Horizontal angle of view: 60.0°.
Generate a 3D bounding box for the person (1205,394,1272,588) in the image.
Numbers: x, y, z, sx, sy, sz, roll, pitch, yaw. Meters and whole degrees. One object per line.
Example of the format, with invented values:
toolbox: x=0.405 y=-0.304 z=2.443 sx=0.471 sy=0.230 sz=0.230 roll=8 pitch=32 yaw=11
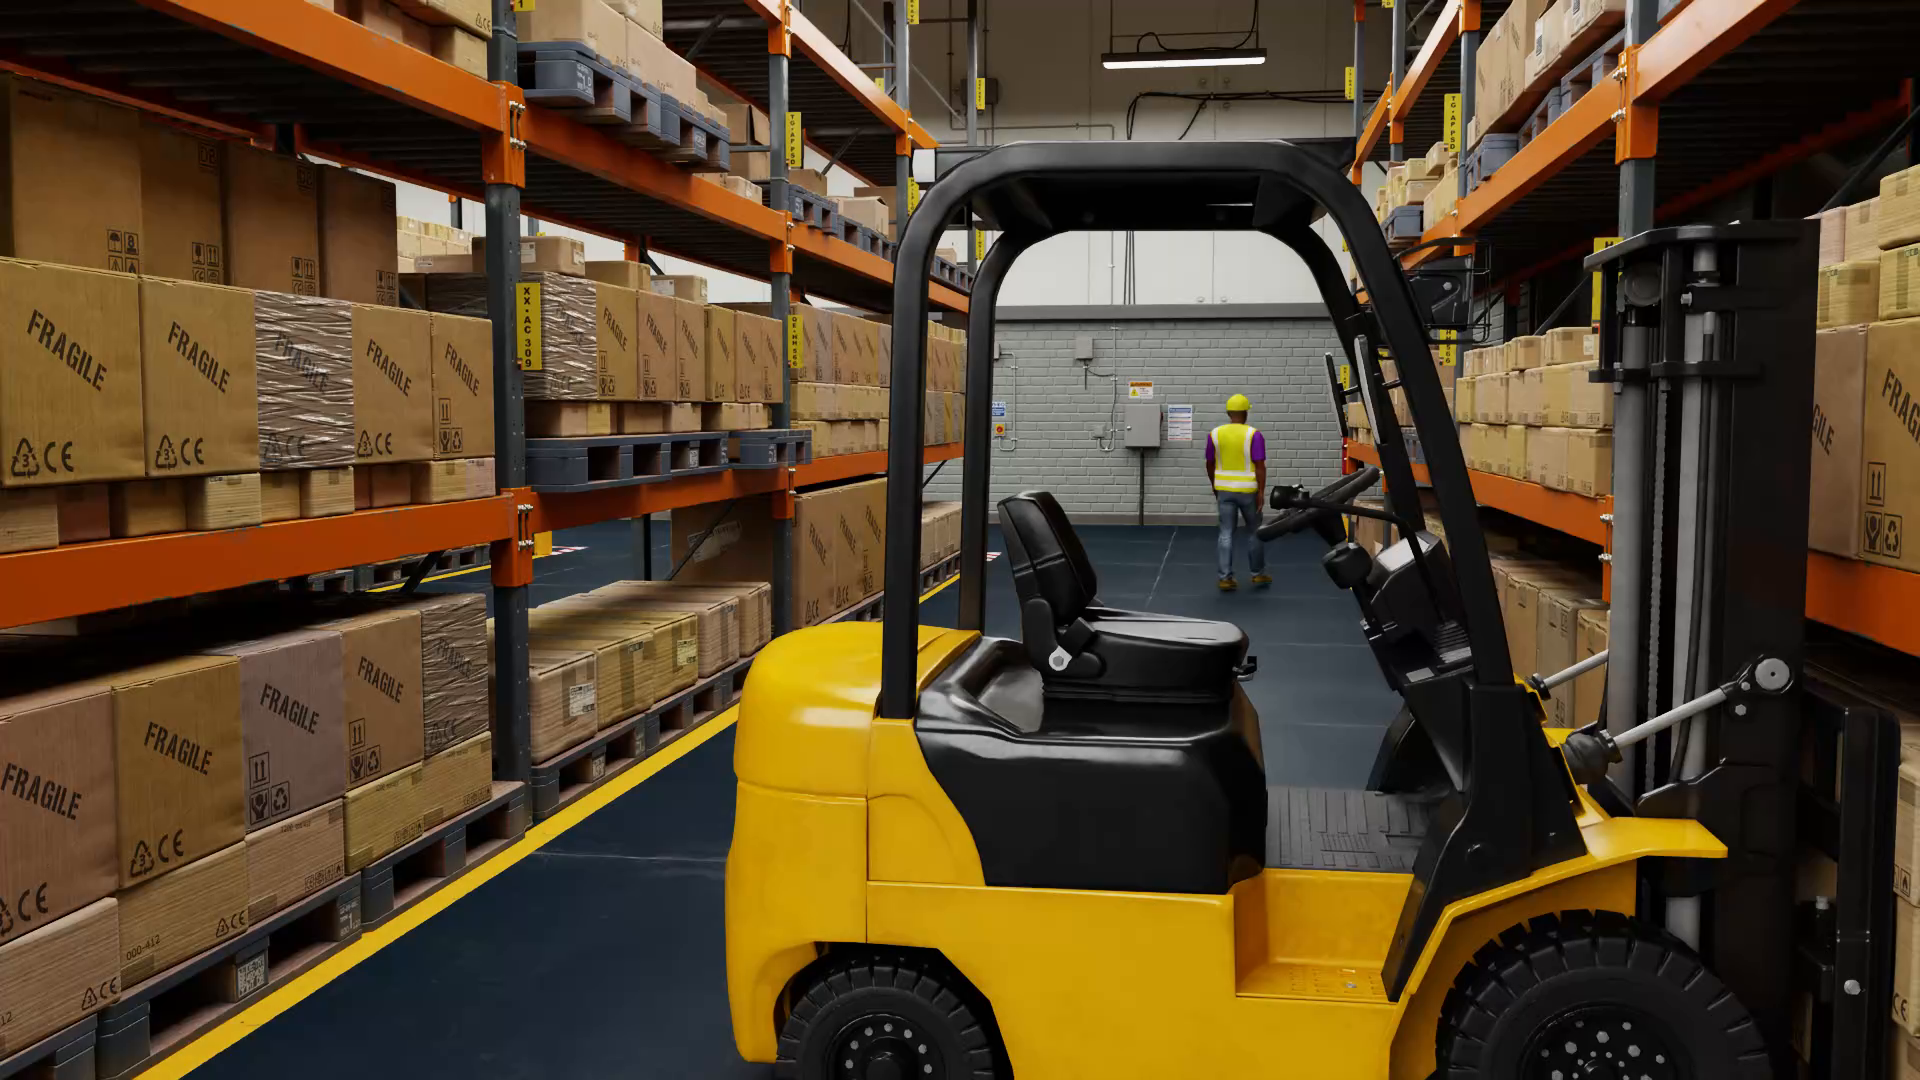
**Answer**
person: x=2.565 y=-0.457 z=15.190 sx=0.589 sy=1.738 sz=0.820 roll=2 pitch=5 yaw=25
